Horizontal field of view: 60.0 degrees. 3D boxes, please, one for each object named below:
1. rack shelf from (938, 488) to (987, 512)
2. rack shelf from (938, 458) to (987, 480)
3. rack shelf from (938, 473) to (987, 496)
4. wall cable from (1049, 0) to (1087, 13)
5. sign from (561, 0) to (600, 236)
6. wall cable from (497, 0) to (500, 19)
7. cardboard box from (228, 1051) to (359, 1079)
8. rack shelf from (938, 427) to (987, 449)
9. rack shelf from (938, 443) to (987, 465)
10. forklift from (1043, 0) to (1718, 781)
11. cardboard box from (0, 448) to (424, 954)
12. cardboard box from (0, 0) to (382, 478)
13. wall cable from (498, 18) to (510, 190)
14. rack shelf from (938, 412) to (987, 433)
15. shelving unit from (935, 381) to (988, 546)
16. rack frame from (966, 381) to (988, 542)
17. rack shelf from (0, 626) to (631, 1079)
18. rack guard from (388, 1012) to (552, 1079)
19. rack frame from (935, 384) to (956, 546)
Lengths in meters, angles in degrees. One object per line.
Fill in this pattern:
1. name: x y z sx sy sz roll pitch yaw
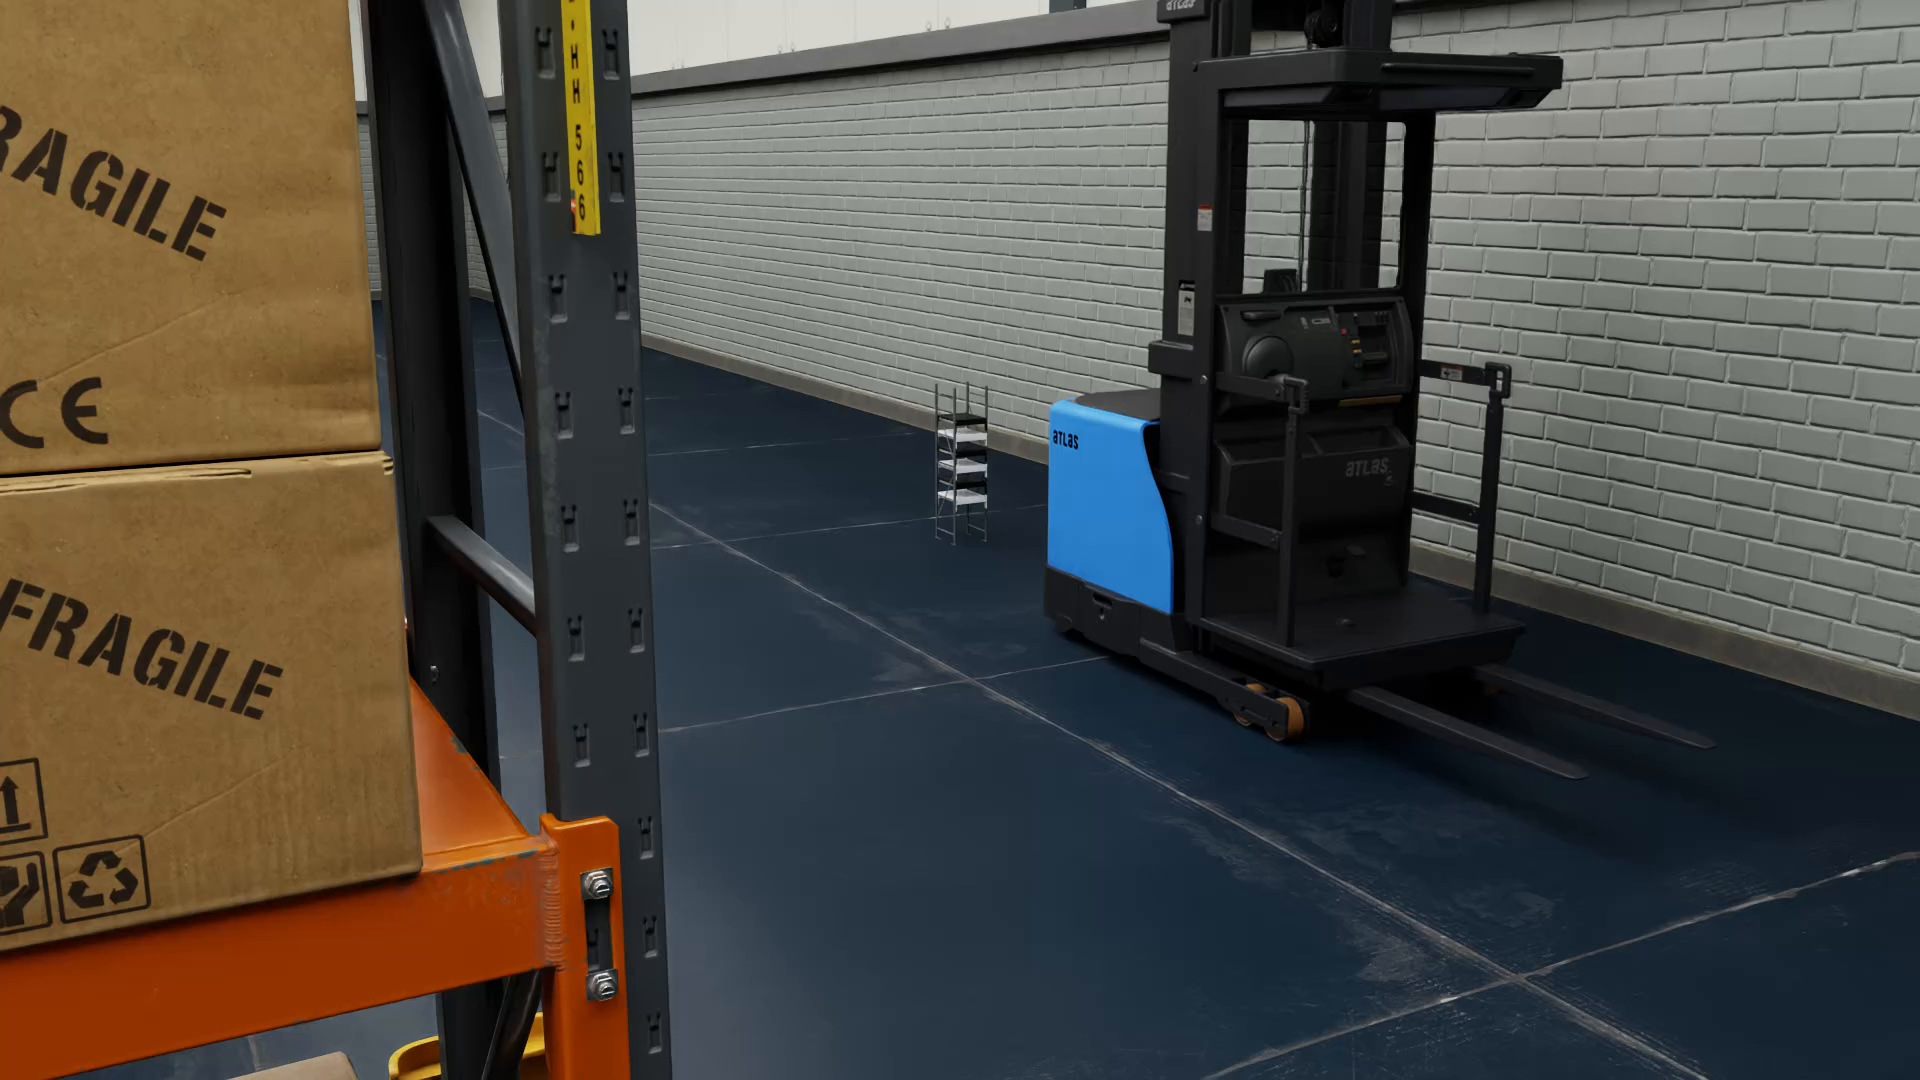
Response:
1. rack shelf: 0.007 -0.232 9.561 0.200 0.077 0.258 -7 14 -28
2. rack shelf: 0.007 -0.407 9.521 0.200 0.077 0.258 -7 14 -28
3. rack shelf: 0.007 -0.320 9.541 0.200 0.077 0.258 -7 14 -28
4. wall cable: 1.198 -6.264 9.620 0.120 5.999 2.277 -7 14 -28
5. sign: -0.420 -0.502 1.829 0.005 0.325 0.100 -7 14 -28
6. wall cable: -6.104 -8.581 22.814 0.112 2.526 3.097 -7 14 -28
7. cardboard box: -1.199 1.207 2.295 0.875 0.438 0.875 -7 15 -30
8. rack shelf: 0.007 -0.583 9.482 0.200 0.077 0.258 -7 14 -28
9. rack shelf: 0.007 -0.495 9.502 0.200 0.077 0.258 -7 14 -28
10. forklift: 1.526 -0.786 6.425 1.130 2.935 3.031 -7 14 -27
11. cardboard box: -0.964 0.126 1.991 0.500 0.500 0.500 -7 14 -28
12. cardboard box: -0.977 -0.367 1.904 0.500 0.500 0.500 -6 14 -26
13. wall cable: -7.401 -6.639 25.685 0.112 2.526 3.097 -7 14 -28
14. rack shelf: 0.007 -0.671 9.462 0.200 0.077 0.258 -7 14 -28
15. shelving unit: 0.007 -0.440 9.514 0.210 0.900 0.258 -7 14 -28
16. rack frame: 0.096 -0.451 9.562 0.006 0.900 0.240 -7 14 -28
17. rack shelf: -2.423 0.634 1.598 4.000 0.370 1.077 -7 14 -28
18. rack guard: -0.647 1.290 2.739 0.348 0.500 1.175 -7 14 -28
19. rack frame: -0.082 -0.429 9.467 0.006 0.900 0.240 -7 14 -28
